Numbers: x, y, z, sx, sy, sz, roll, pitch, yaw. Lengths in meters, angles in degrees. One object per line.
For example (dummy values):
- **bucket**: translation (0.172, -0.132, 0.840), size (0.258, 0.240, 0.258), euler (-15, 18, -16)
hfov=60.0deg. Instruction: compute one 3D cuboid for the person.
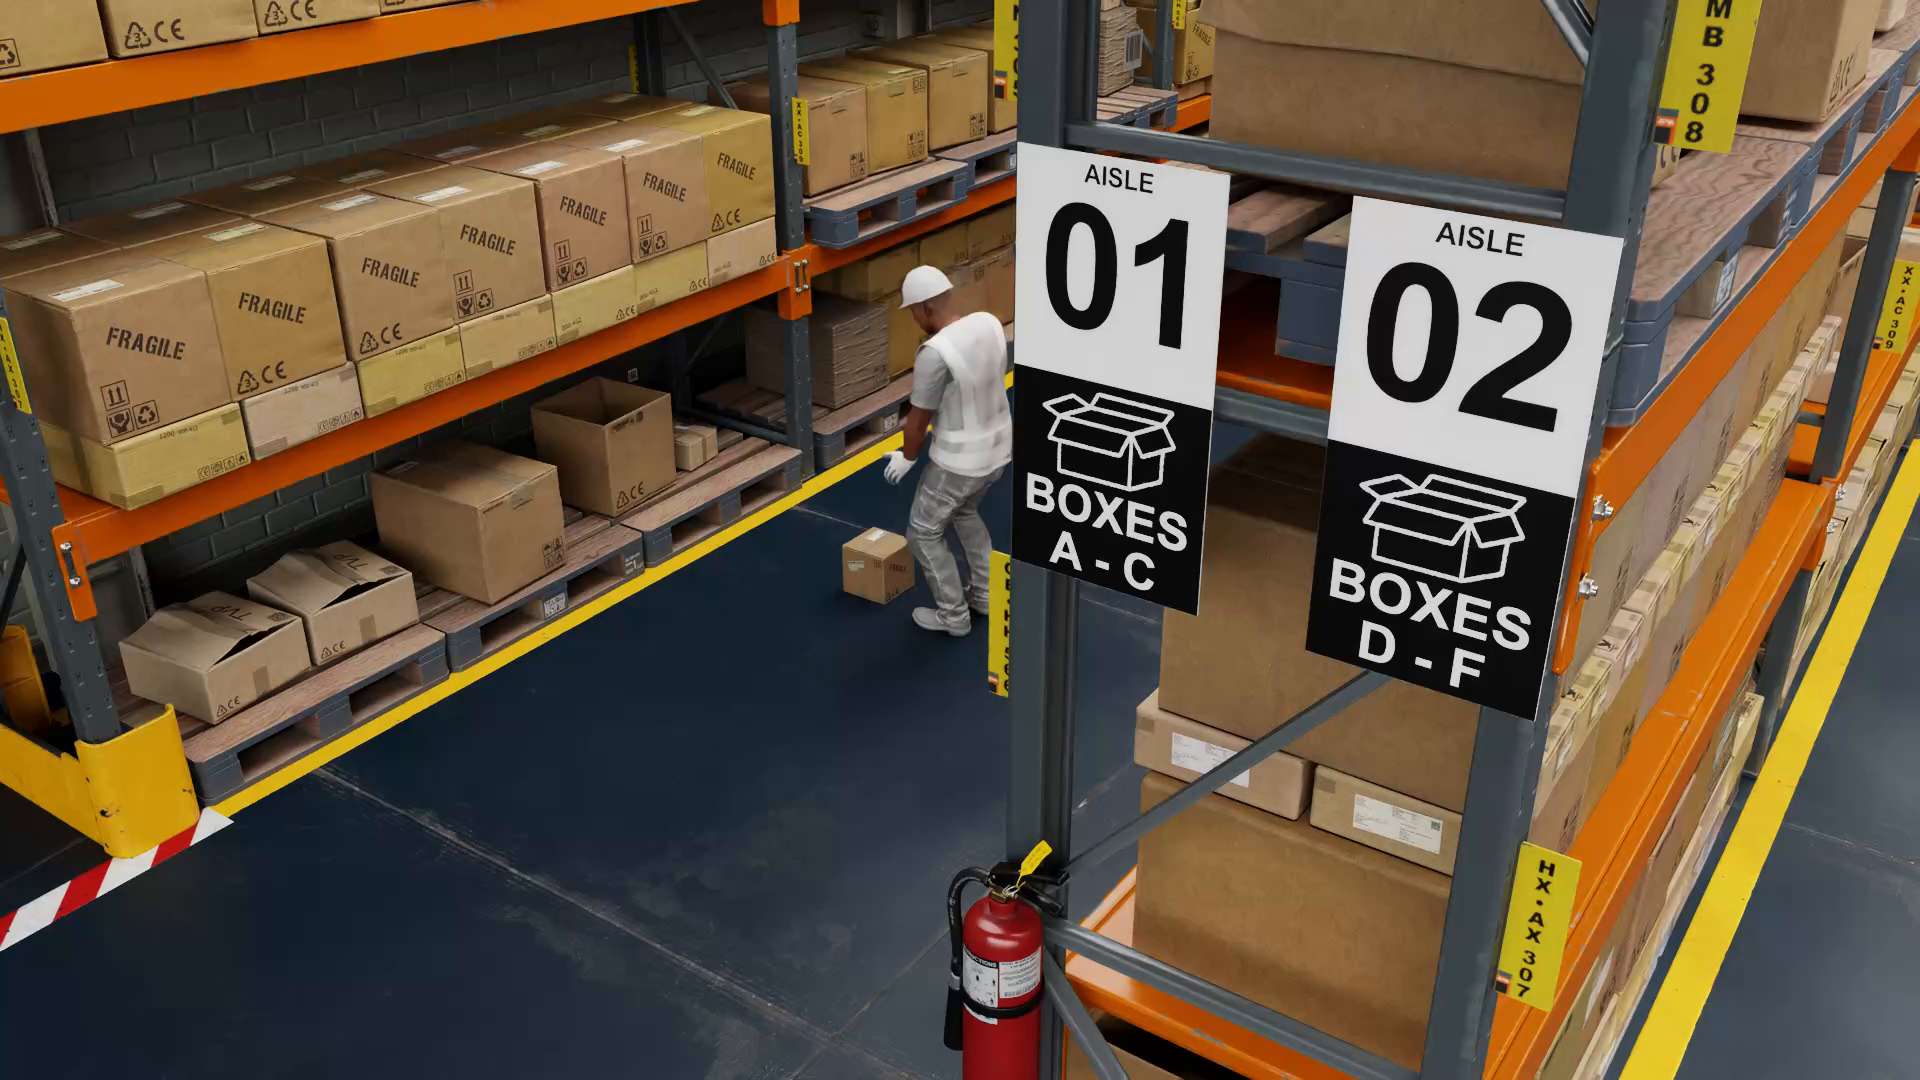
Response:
- **person**: translation (-0.038, -0.387, 7.465), size (0.517, 1.696, 0.584), euler (18, 32, 32)
